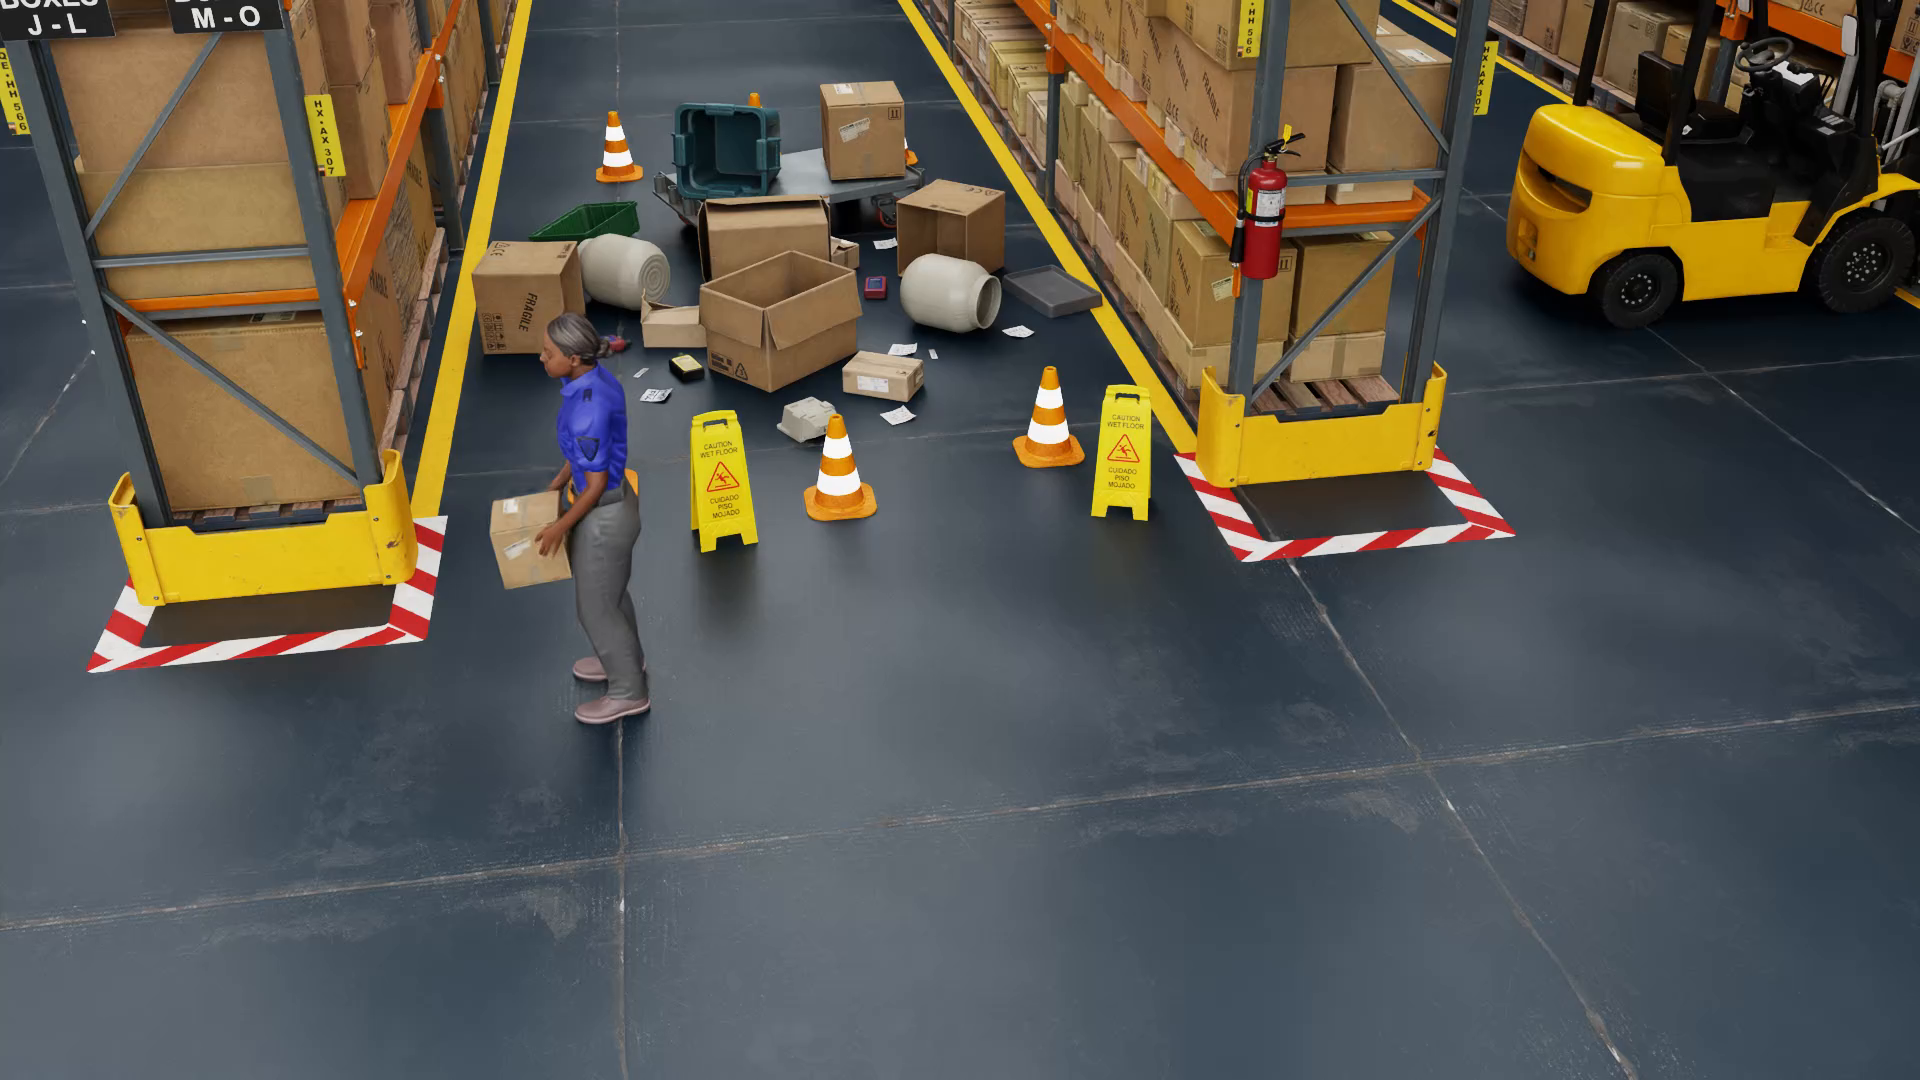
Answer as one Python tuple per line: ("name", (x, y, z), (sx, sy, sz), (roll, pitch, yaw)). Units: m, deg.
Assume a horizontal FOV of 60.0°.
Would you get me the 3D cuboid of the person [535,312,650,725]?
("person", (-1.403, -0.085, 6.271), (0.391, 1.662, 0.481), (-6, 31, -10))
